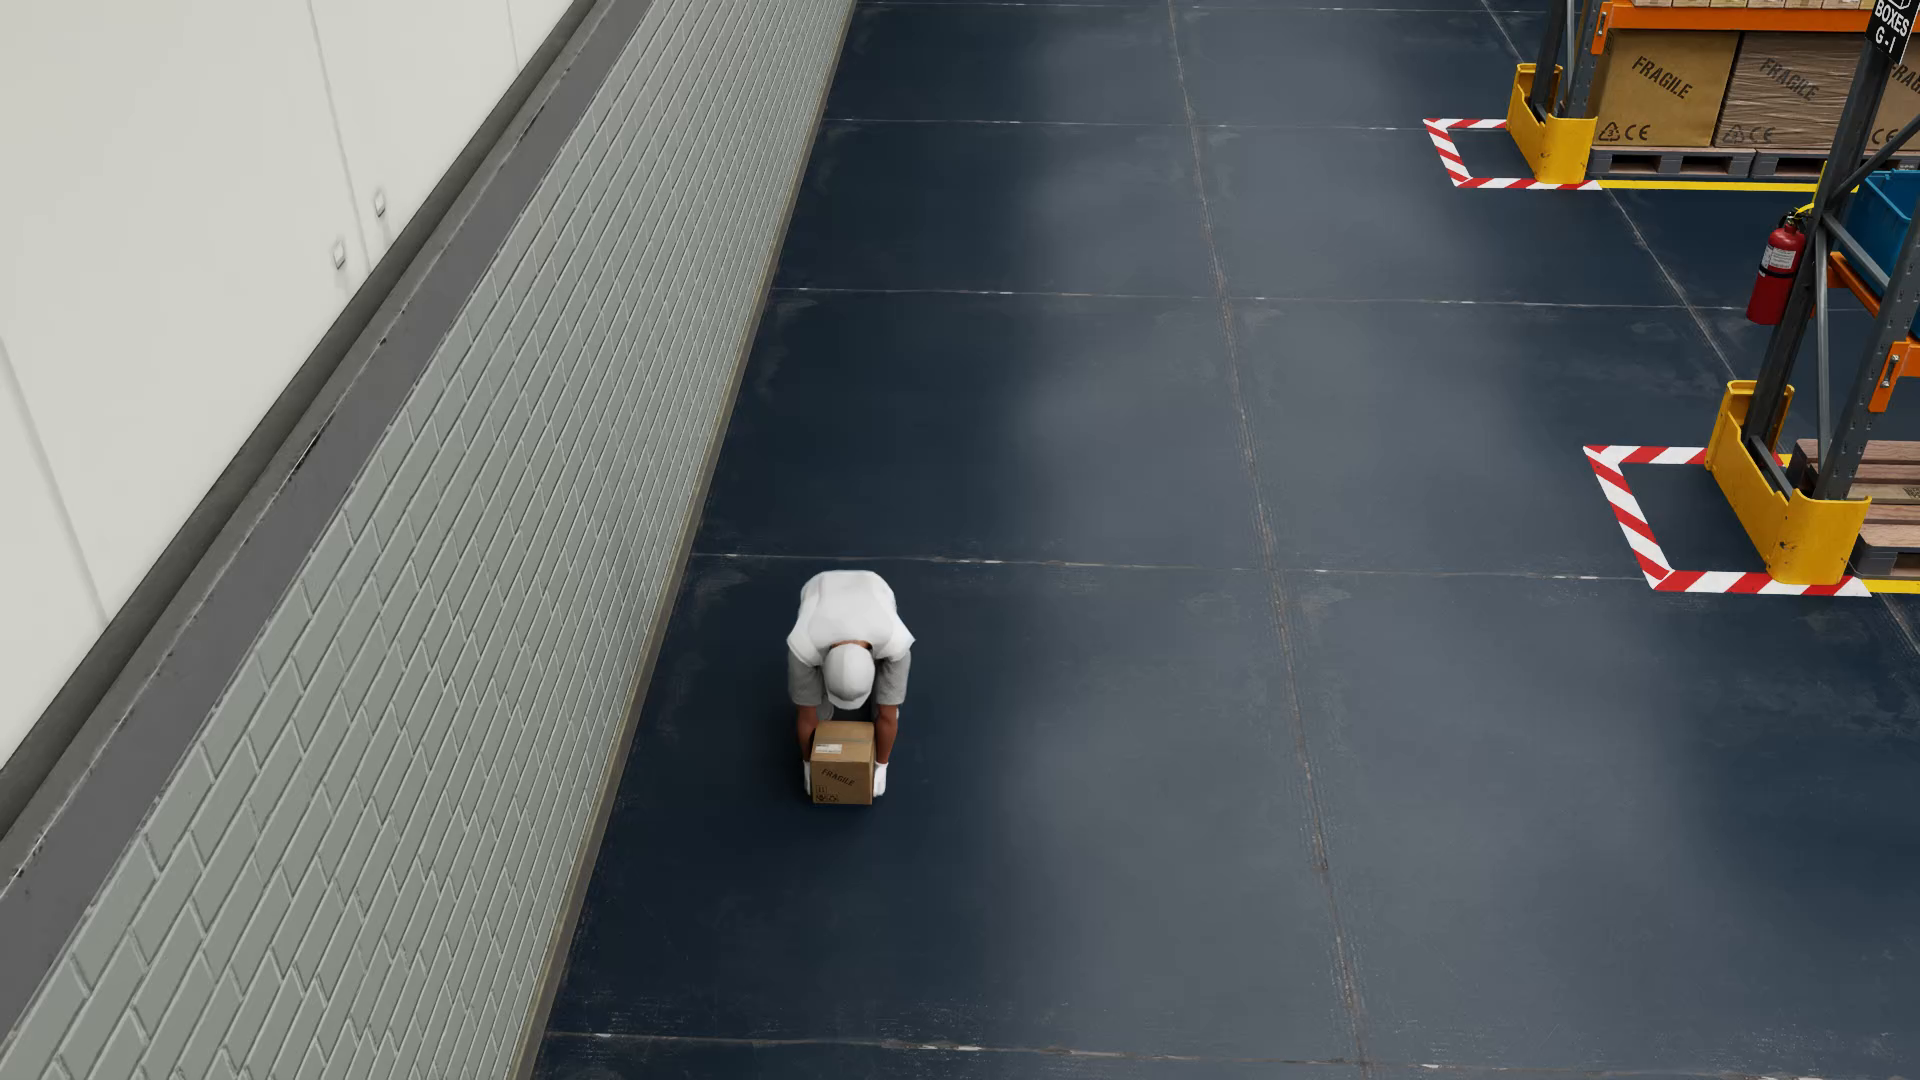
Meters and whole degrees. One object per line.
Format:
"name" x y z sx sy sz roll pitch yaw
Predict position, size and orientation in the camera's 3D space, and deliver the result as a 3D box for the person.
"person" -0.470 0.571 7.213 0.564 0.833 0.962 1 35 1
